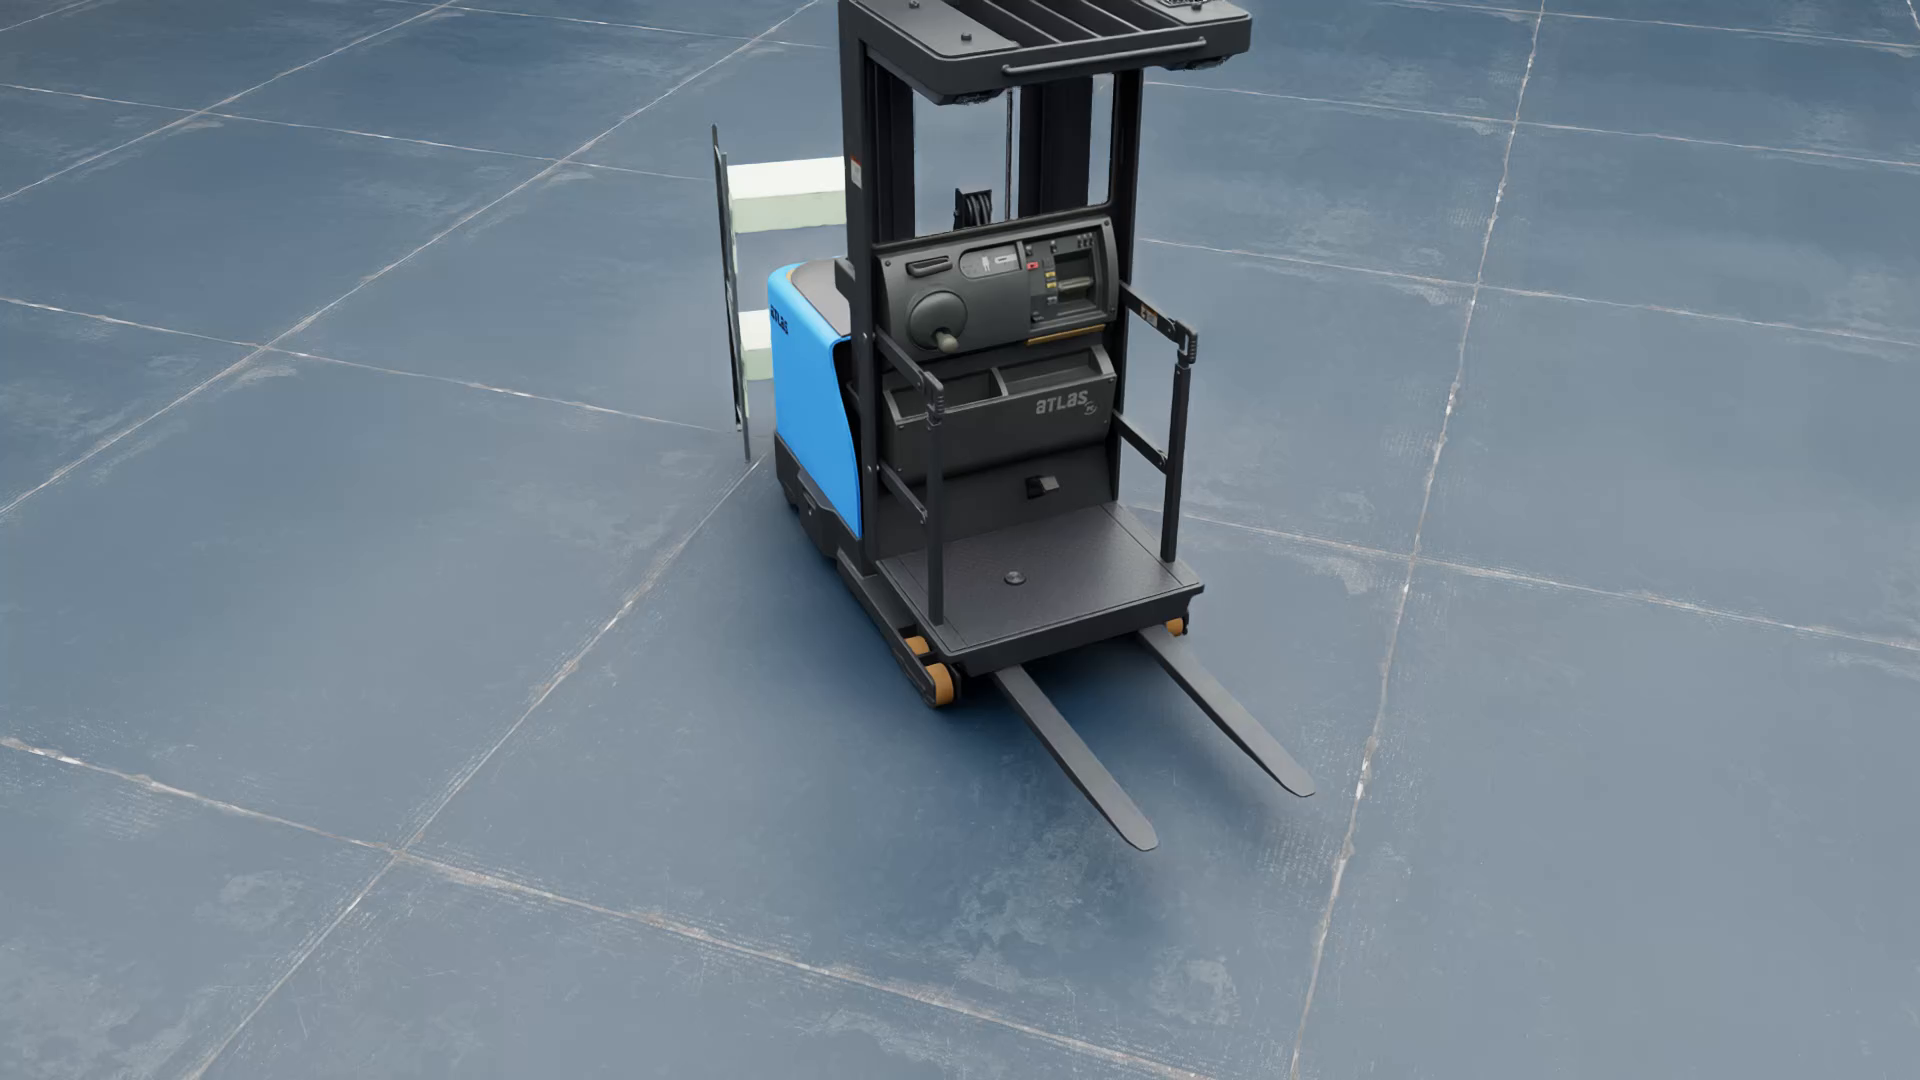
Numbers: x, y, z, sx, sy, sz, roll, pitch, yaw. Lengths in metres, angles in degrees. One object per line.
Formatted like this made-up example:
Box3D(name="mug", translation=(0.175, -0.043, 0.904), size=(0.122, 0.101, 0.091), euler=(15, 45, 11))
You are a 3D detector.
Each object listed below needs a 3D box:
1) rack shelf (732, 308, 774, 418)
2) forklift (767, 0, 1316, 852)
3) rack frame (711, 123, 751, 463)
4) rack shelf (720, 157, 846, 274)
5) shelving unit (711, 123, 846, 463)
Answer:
Box3D(name="rack shelf", translation=(-0.685, -0.873, 7.819), size=(0.720, 0.370, 0.431), euler=(-7, 33, -11))
Box3D(name="forklift", translation=(0.246, -0.872, 5.898), size=(1.130, 2.935, 3.031), euler=(-14, 35, -21))
Box3D(name="rack frame", translation=(-1.041, -1.101, 7.572), size=(0.023, 1.500, 0.400), euler=(-7, 33, -11))
Box3D(name="rack shelf", translation=(-0.685, -1.475, 7.432), size=(0.720, 0.370, 0.431), euler=(-7, 33, -11))
Box3D(name="shelving unit", translation=(-0.685, -1.147, 7.643), size=(0.755, 1.500, 0.431), euler=(-7, 33, -11))
